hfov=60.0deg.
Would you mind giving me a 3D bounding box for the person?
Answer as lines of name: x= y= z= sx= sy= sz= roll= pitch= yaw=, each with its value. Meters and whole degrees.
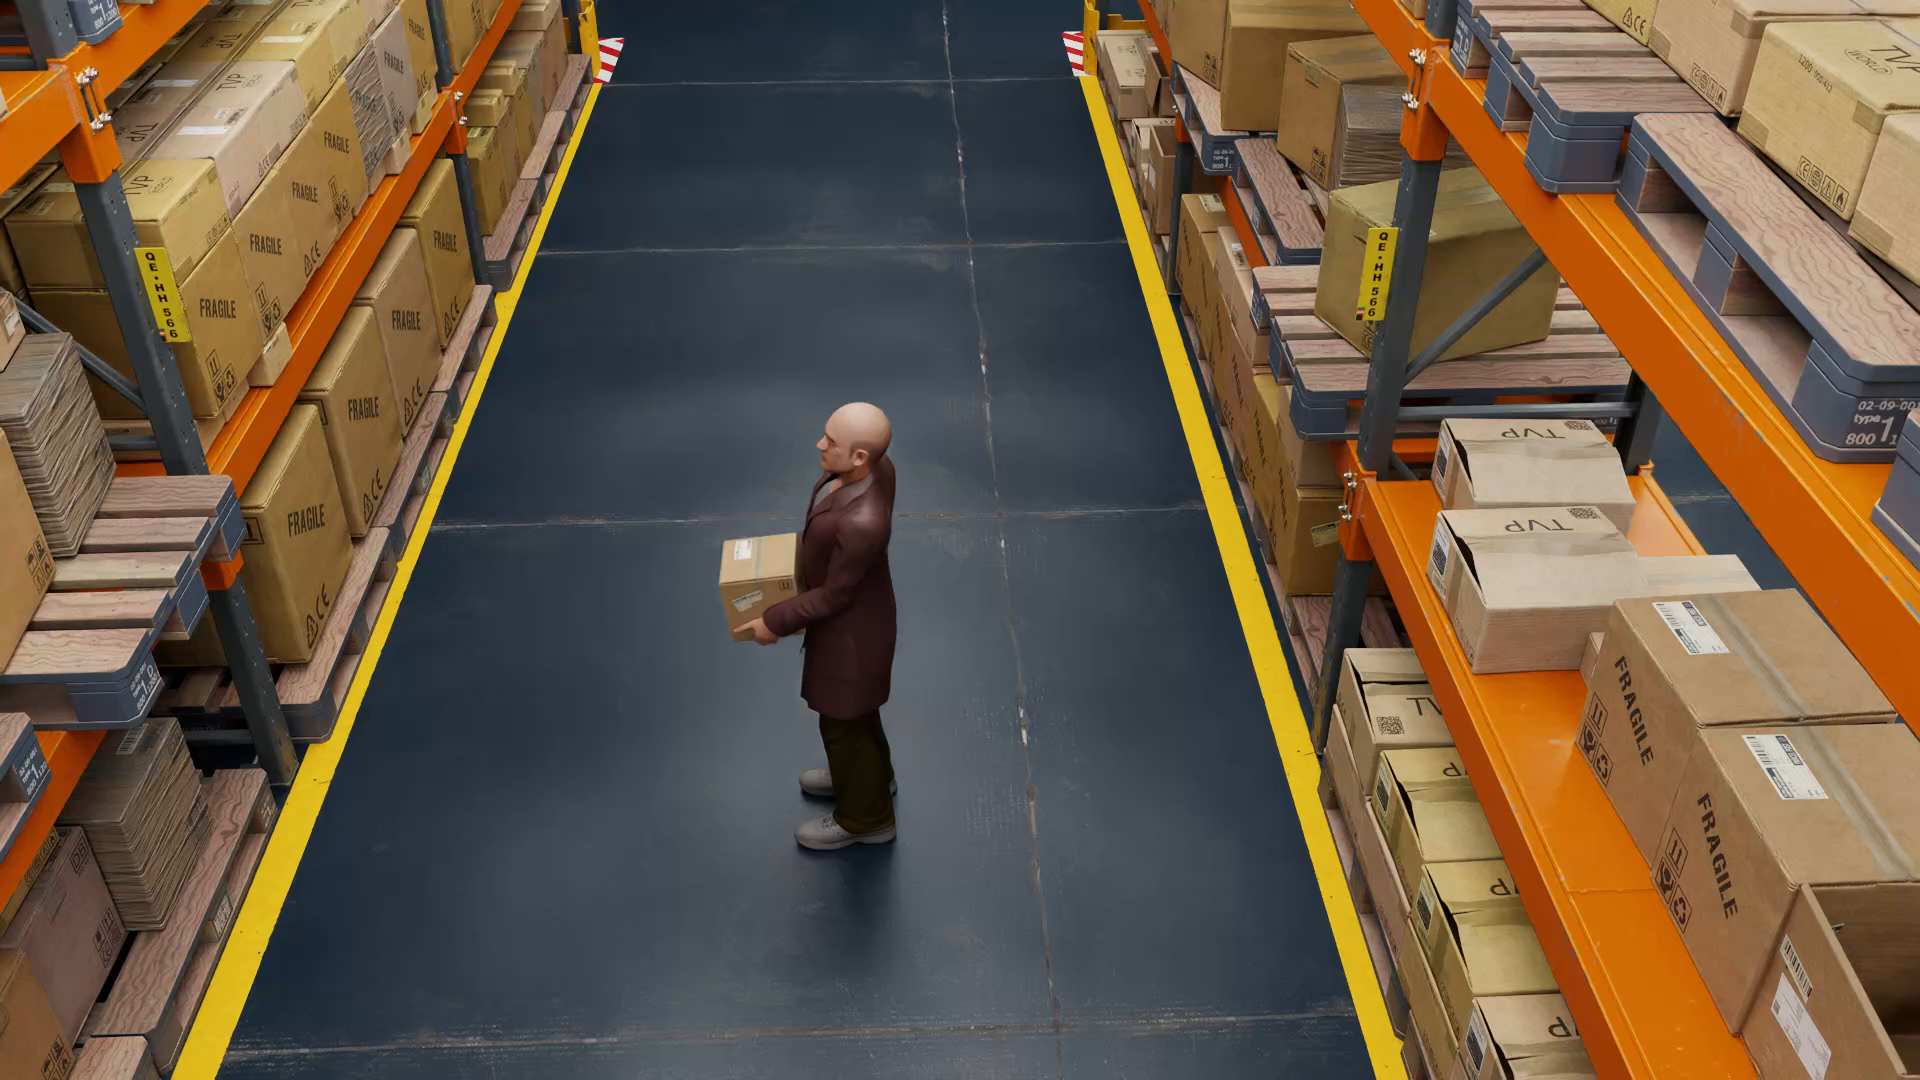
person: x=-0.485 y=0.304 z=5.720 sx=0.554 sy=1.774 sz=0.533 roll=-2 pitch=35 yaw=-2
